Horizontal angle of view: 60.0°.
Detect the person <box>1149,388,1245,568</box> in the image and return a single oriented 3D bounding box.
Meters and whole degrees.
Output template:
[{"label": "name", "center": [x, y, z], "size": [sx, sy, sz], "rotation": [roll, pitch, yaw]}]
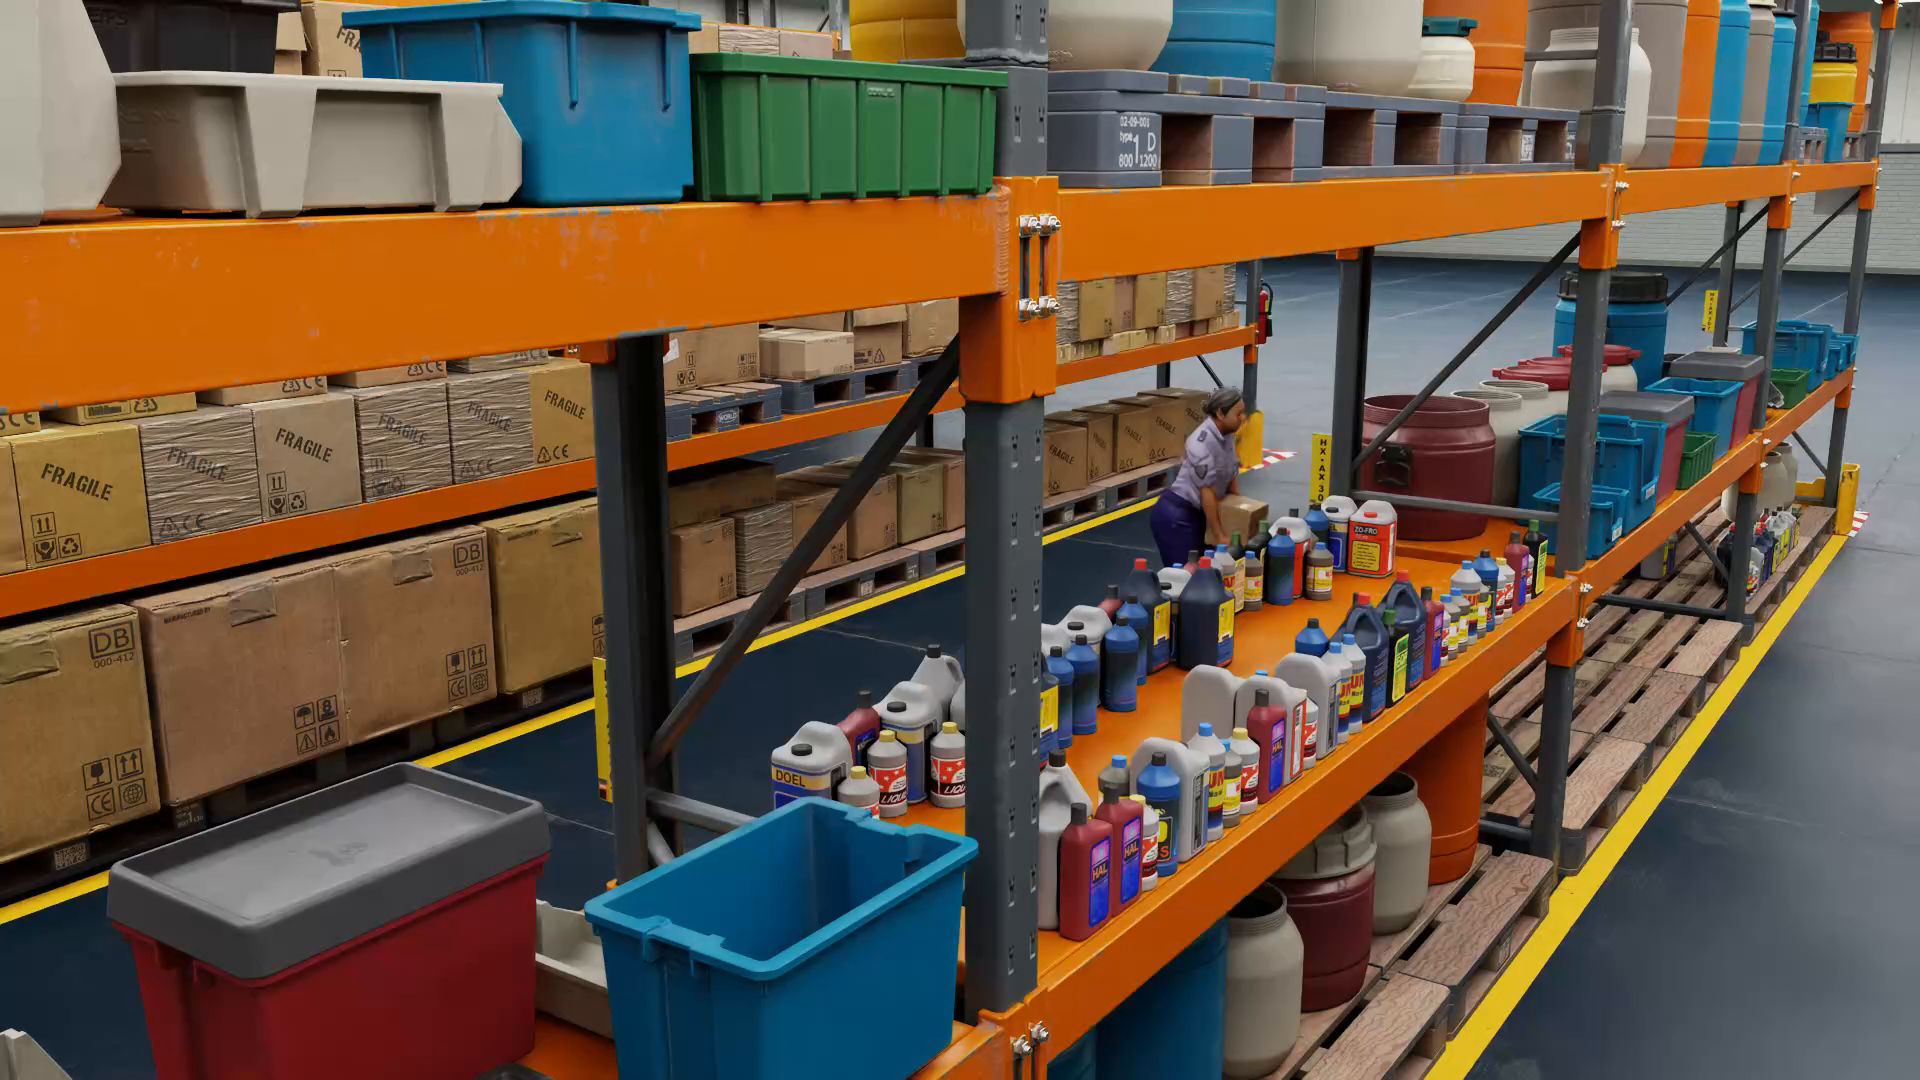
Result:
[{"label": "person", "center": [1.385, -0.075, 9.448], "size": [0.567, 1.608, 0.436], "rotation": [8, 15, 32]}]
